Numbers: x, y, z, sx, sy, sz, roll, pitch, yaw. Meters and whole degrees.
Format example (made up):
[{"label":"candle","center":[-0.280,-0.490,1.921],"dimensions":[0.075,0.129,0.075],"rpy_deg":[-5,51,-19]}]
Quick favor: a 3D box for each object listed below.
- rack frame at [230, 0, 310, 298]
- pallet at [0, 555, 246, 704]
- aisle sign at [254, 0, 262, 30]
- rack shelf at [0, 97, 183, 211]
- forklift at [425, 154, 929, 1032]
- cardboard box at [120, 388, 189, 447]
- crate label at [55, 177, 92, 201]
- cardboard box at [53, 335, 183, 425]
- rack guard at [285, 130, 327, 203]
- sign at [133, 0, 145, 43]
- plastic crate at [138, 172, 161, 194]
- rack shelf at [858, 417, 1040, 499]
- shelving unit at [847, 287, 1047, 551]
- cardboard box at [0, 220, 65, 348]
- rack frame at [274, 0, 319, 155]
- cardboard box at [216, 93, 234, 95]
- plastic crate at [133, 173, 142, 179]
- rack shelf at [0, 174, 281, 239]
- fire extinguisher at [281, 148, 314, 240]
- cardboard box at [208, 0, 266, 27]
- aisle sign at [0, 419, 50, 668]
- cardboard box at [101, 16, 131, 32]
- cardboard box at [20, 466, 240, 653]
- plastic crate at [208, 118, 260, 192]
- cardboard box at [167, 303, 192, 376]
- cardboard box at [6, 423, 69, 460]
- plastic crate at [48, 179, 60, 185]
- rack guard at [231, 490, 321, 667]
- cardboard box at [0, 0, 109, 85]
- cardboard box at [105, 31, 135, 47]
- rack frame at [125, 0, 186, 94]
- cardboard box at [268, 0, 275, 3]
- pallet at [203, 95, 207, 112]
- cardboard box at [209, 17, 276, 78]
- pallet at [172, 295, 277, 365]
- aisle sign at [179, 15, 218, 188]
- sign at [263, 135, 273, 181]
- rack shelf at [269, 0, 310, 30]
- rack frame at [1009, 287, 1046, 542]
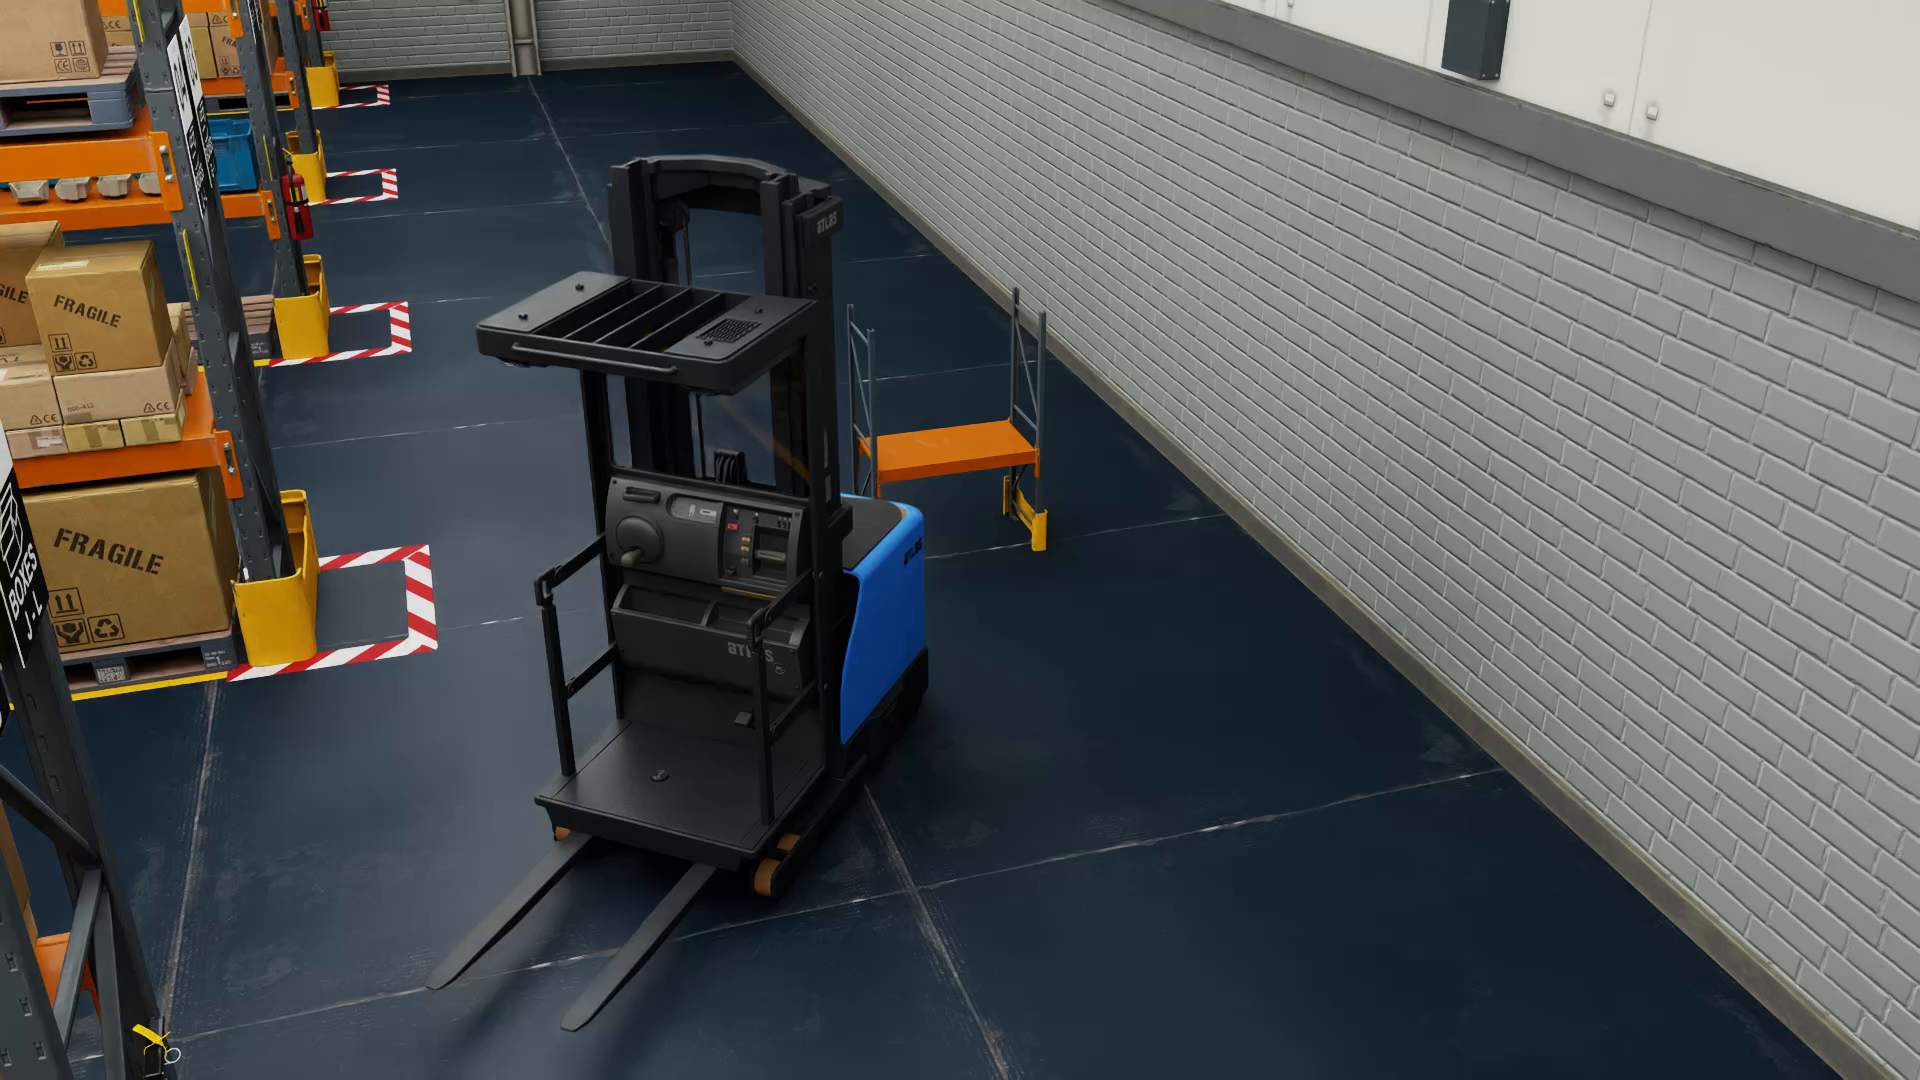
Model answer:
[{"label":"rack frame","center":[-5.368,-3.017,12.954],"dimensions":[0.127,3.000,1.000],"rpy_deg":[-8,28,-16]},{"label":"pallet","center":[-4.571,0.469,9.068],"dimensions":[1.213,0.211,1.003],"rpy_deg":[-8,28,-16]},{"label":"aisle sign","center":[-5.392,-4.317,12.649],"dimensions":[0.004,0.787,0.394],"rpy_deg":[-8,28,-16]},{"label":"rack shelf","center":[-5.736,-1.669,7.674],"dimensions":[4.000,0.370,1.077],"rpy_deg":[-8,28,-16]},{"label":"forklift","center":[-1.175,0.013,6.928],"dimensions":[1.130,2.935,3.031],"rpy_deg":[10,28,19]},{"label":"cardboard box","center":[-4.071,-0.622,8.413],"dimensions":[0.250,0.149,0.380],"rpy_deg":[-8,27,-15]},{"label":"crate label","center":[-6.625,-2.655,12.453],"dimensions":[0.243,0.136,0.396],"rpy_deg":[-8,28,-16]},{"label":"cardboard box","center":[-4.213,-0.810,8.343],"dimensions":[0.500,0.250,0.500],"rpy_deg":[-9,28,-17]},{"label":"rack guard","center":[-6.971,-3.982,17.709],"dimensions":[0.348,0.500,1.175],"rpy_deg":[-8,28,-16]},{"label":"sign","center":[-3.680,-2.396,7.424],"dimensions":[0.005,0.325,0.100],"rpy_deg":[-8,28,-16]},{"label":"plastic crate","center":[-6.088,-2.737,12.619],"dimensions":[0.243,0.136,0.396],"rpy_deg":[-8,28,-16]},{"label":"rack shelf","center":[-0.081,-0.499,9.973],"dimensions":[1.000,0.185,0.538],"rpy_deg":[-8,28,-16]},{"label":"shelving unit","center":[-0.073,-0.661,9.895],"dimensions":[1.083,1.500,0.587],"rpy_deg":[-8,28,-16]},{"label":"cardboard box","center":[-4.850,-1.304,8.495],"dimensions":[0.500,0.500,0.500],"rpy_deg":[-9,28,-17]},{"label":"rack frame","center":[-6.899,-5.112,17.174],"dimensions":[0.127,3.000,1.000],"rpy_deg":[-8,28,-16]},{"label":"cardboard box","center":[-9.547,-6.067,21.436],"dimensions":[0.500,0.500,0.700],"rpy_deg":[-8,28,-16]},{"label":"plastic crate","center":[-6.331,-2.984,13.008],"dimensions":[0.300,0.233,0.416],"rpy_deg":[-8,28,-16]},{"label":"rack shelf","center":[-7.270,-2.420,12.560],"dimensions":[4.000,0.370,1.077],"rpy_deg":[-8,28,-16]},{"label":"fire extinguisher","center":[-5.084,-2.644,12.709],"dimensions":[0.183,0.674,0.296],"rpy_deg":[-8,28,-16]},{"label":"cardboard box","center":[-7.237,-5.427,16.572],"dimensions":[0.500,0.500,0.500],"rpy_deg":[-8,28,-17]},{"label":"aisle sign","center":[-2.418,-0.113,4.182],"dimensions":[0.004,0.787,0.394],"rpy_deg":[-8,28,-16]},{"label":"cardboard box","center":[-8.208,-5.284,16.283],"dimensions":[0.500,0.500,0.500],"rpy_deg":[-7,27,-15]},{"label":"cardboard box","center":[-4.418,-0.038,8.870],"dimensions":[0.875,0.875,0.875],"rpy_deg":[-8,28,-16]},{"label":"plastic crate","center":[-5.629,-2.935,12.681],"dimensions":[0.499,0.435,0.616],"rpy_deg":[-8,28,-16]},{"label":"cardboard box","center":[-4.375,-1.037,8.800],"dimensions":[0.500,0.250,0.500],"rpy_deg":[-9,28,-17]},{"label":"cardboard box","center":[-4.558,-0.552,8.270],"dimensions":[0.250,0.149,0.380],"rpy_deg":[-8,28,-16]},{"label":"plastic crate","center":[-6.957,-2.893,12.825],"dimensions":[0.300,0.233,0.416],"rpy_deg":[-8,28,-16]},{"label":"rack guard","center":[-3.812,0.193,9.299],"dimensions":[0.348,0.500,1.175],"rpy_deg":[-8,28,-16]},{"label":"cardboard box","center":[-4.312,-2.450,7.741],"dimensions":[0.500,0.500,0.700],"rpy_deg":[-10,28,-19]},{"label":"cardboard box","center":[-8.209,-4.841,16.515],"dimensions":[0.500,0.500,0.500],"rpy_deg":[-8,28,-16]},{"label":"rack frame","center":[-3.835,-3.610,7.402],"dimensions":[0.127,3.000,1.000],"rpy_deg":[-8,28,-16]},{"label":"cardboard box","center":[-8.918,-7.266,21.175],"dimensions":[0.700,0.700,0.980],"rpy_deg":[-7,27,-14]},{"label":"pallet","center":[-10.330,-5.648,21.389],"dimensions":[1.213,0.211,1.003],"rpy_deg":[-8,28,-16]},{"label":"cardboard box","center":[-7.240,-4.980,16.796],"dimensions":[0.500,0.500,0.500],"rpy_deg":[-7,27,-15]},{"label":"pallet","center":[-6.165,-1.671,13.379],"dimensions":[1.213,0.211,1.003],"rpy_deg":[-8,28,-16]},{"label":"aisle sign","center":[-3.859,-2.224,8.434],"dimensions":[0.004,0.787,0.394],"rpy_deg":[-8,28,-16]},{"label":"sign","center":[-5.183,-2.860,12.454],"dimensions":[0.005,0.325,0.100],"rpy_deg":[-8,28,-16]},{"label":"rack shelf","center":[-10.338,-6.608,20.997],"dimensions":[4.000,0.370,1.077],"rpy_deg":[-8,28,-16]},{"label":"rack frame","center":[0.402,-0.730,10.034],"dimensions":[0.032,1.500,0.500],"rpy_deg":[-8,28,-16]}]
